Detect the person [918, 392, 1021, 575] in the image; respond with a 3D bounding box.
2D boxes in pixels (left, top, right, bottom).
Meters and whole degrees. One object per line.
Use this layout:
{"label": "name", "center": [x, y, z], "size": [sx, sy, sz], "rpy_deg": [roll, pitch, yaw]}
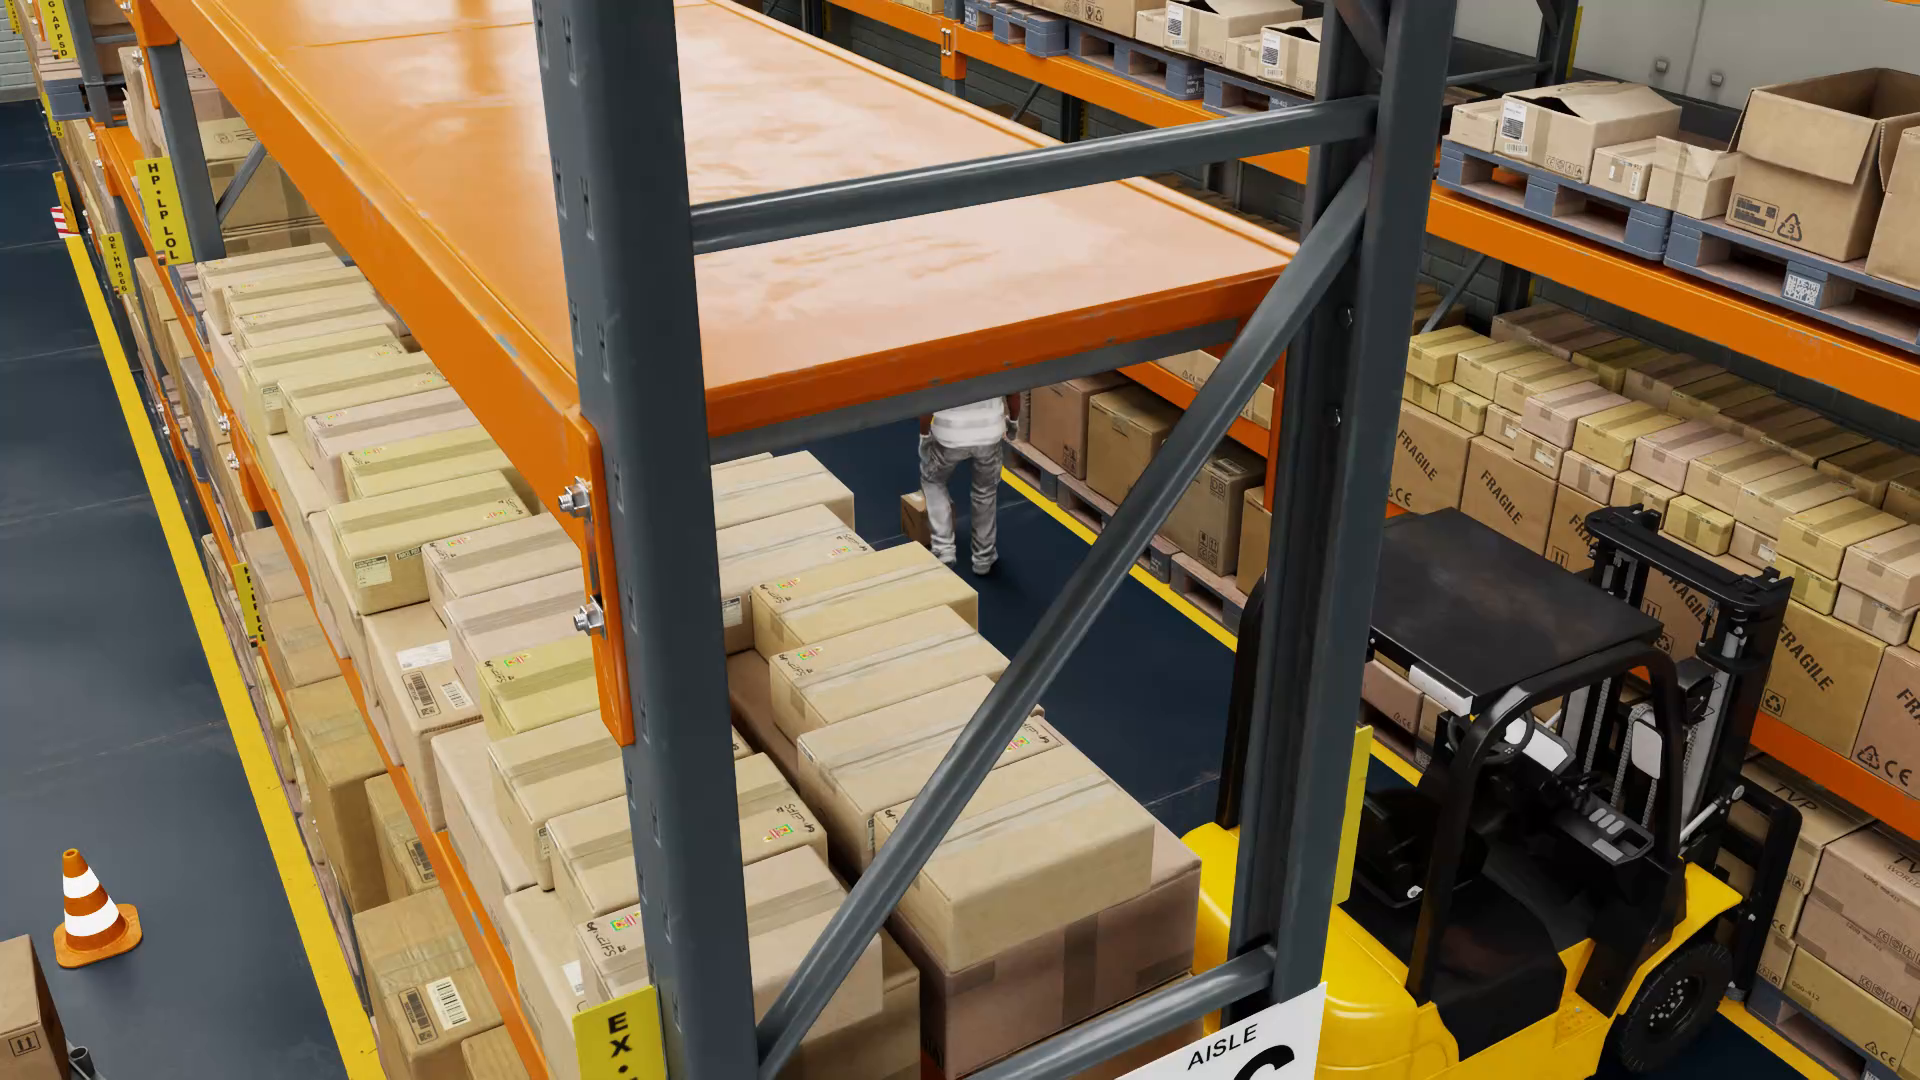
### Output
{"label": "person", "center": [0.058, -0.608, 9.606], "size": [0.621, 1.780, 0.481], "rpy_deg": [-4, 29, -7]}
